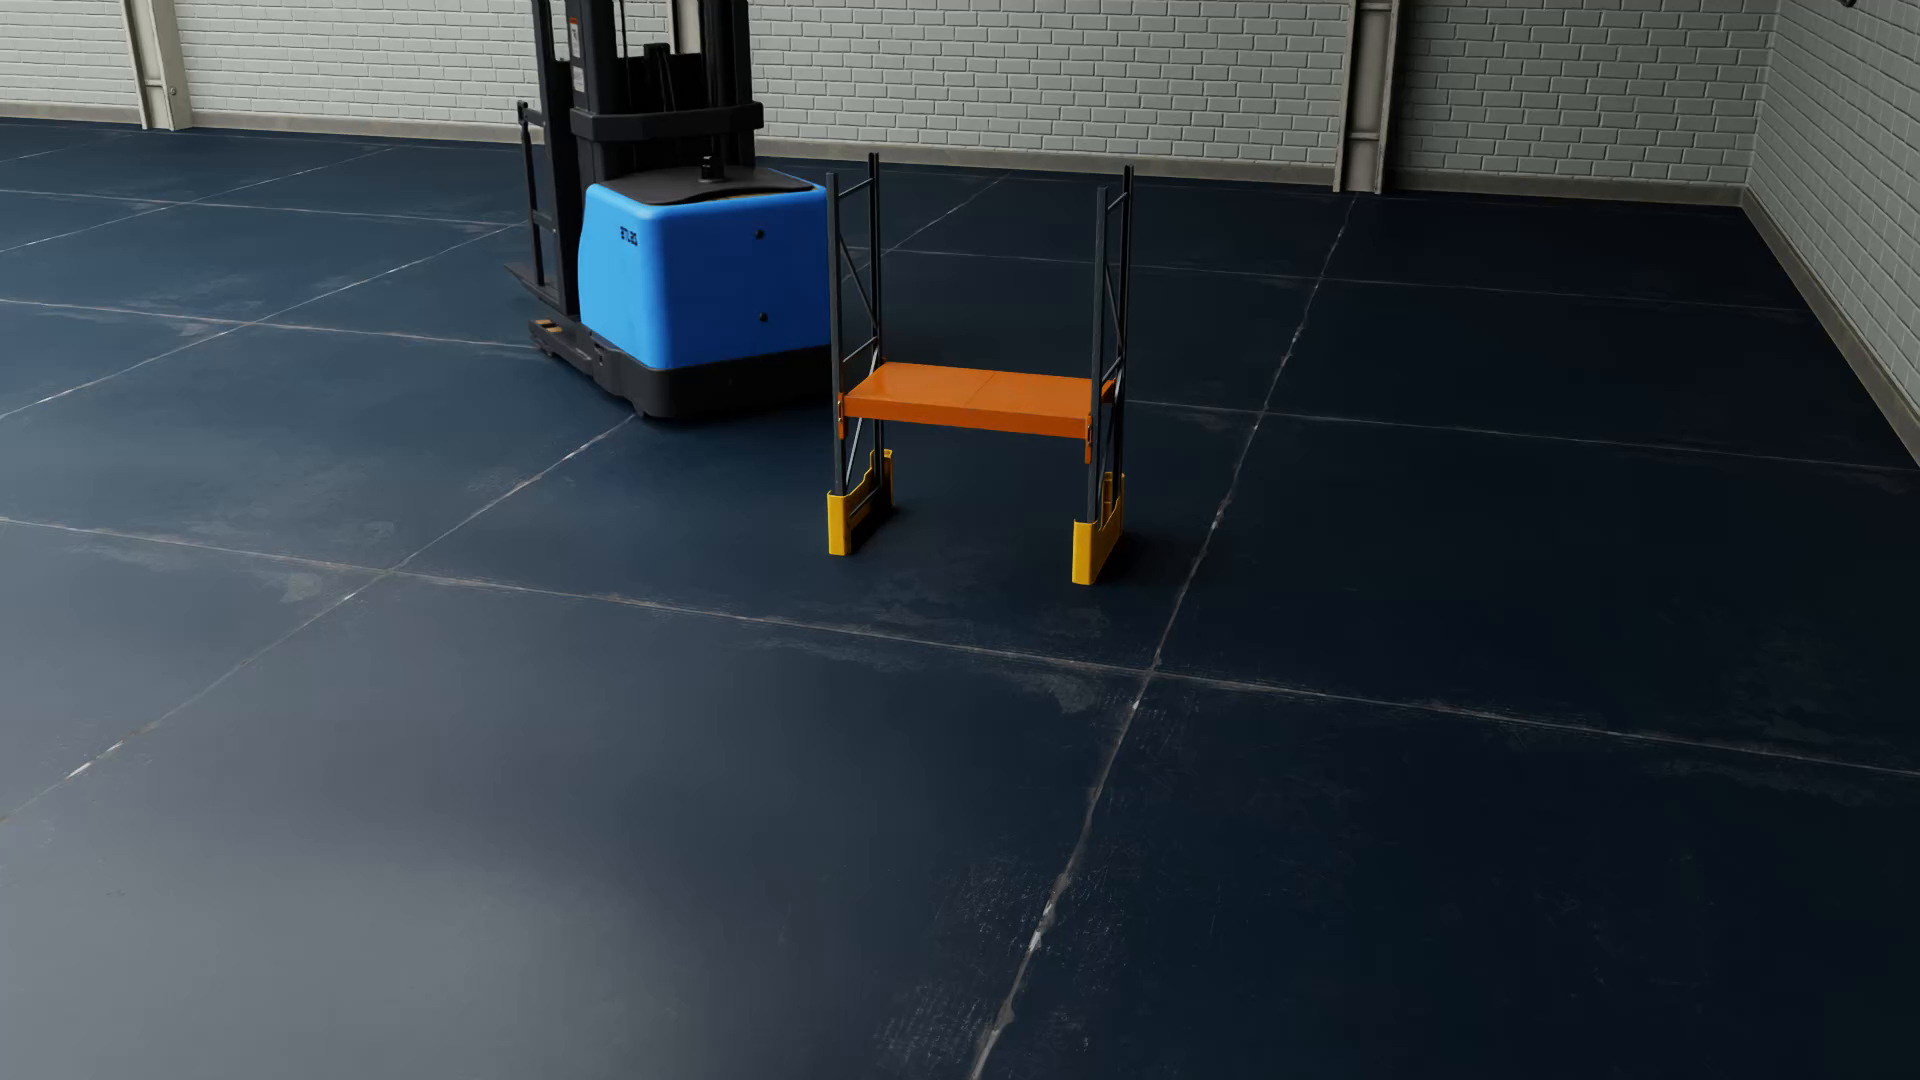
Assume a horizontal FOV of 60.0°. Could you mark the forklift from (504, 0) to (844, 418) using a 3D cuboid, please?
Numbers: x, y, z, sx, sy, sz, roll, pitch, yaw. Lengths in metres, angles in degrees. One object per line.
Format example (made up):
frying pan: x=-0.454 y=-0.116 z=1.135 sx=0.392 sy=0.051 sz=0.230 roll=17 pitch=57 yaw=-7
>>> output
forklift: x=-1.785 y=-2.457 z=8.897 sx=1.130 sy=2.935 sz=3.031 roll=-13 pitch=26 yaw=-28

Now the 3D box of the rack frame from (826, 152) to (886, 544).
rack frame: x=-0.405 y=-0.740 z=6.598 sx=0.032 sy=1.500 sz=0.500 roll=7 pitch=23 yaw=16

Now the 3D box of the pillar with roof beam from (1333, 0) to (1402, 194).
pillar with roof beam: x=2.095 y=-5.534 z=8.403 sx=0.400 sy=9.000 sz=9.100 roll=7 pitch=23 yaw=16

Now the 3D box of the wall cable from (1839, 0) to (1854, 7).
wall cable: x=5.777 y=-4.858 z=10.847 sx=0.112 sy=2.526 sz=3.097 roll=7 pitch=23 yaw=16

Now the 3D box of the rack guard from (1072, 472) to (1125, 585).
rack guard: x=0.550 y=-0.053 z=6.569 sx=0.087 sy=0.250 sz=0.587 roll=7 pitch=23 yaw=16

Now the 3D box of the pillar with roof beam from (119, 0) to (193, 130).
pillar with roof beam: x=-9.394 y=-6.849 z=11.610 sx=0.400 sy=9.000 sz=9.100 roll=7 pitch=23 yaw=16

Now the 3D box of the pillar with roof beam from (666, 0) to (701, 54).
pillar with roof beam: x=-3.650 y=-6.191 z=10.006 sx=0.400 sy=9.000 sz=9.100 roll=7 pitch=23 yaw=16

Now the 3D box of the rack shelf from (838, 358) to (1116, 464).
rack shelf: x=0.082 y=-0.518 z=6.531 sx=1.000 sy=0.185 sz=0.538 roll=7 pitch=23 yaw=16

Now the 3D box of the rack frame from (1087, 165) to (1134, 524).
rack frame: x=0.568 y=-0.629 z=6.327 sx=0.032 sy=1.500 sz=0.500 roll=7 pitch=23 yaw=16

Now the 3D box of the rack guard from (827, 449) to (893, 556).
rack guard: x=-0.404 y=-0.162 z=6.835 sx=0.087 sy=0.250 sz=0.587 roll=7 pitch=23 yaw=16

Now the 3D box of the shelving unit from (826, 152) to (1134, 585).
shelving unit: x=0.073 y=-0.686 z=6.465 sx=1.083 sy=1.500 sz=0.587 roll=7 pitch=23 yaw=16
